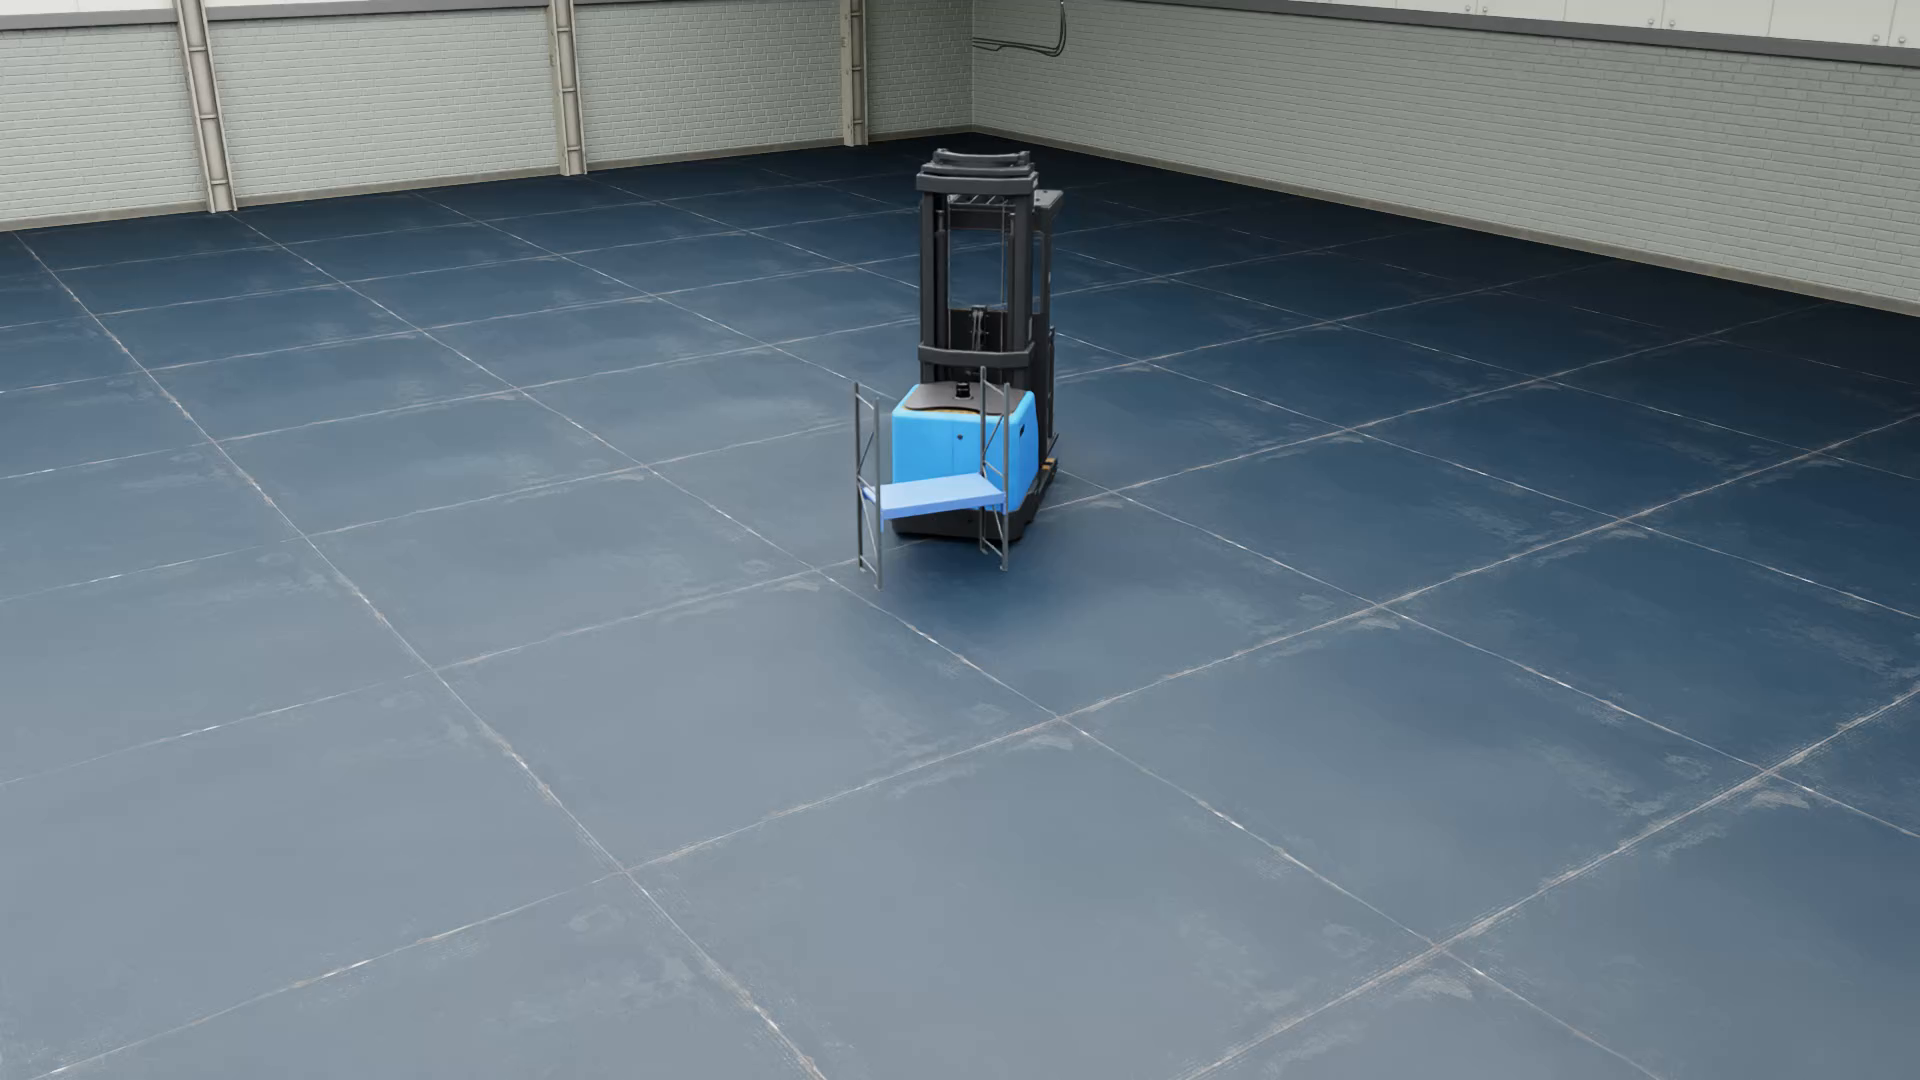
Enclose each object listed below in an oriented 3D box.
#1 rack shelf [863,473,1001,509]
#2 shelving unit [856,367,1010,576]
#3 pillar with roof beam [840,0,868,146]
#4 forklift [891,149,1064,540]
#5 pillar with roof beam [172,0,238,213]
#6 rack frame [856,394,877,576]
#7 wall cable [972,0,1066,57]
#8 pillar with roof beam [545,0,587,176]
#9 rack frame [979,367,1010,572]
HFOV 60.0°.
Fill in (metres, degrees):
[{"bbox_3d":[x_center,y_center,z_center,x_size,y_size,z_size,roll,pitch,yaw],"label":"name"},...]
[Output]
[{"bbox_3d":[-0.212,-0.361,12.583,0.952,0.026,0.459,-8,23,-20],"label":"rack shelf"},{"bbox_3d":[-0.208,-0.467,12.543,1.039,1.500,0.500,-8,23,-20],"label":"shelving unit"},{"bbox_3d":[0.438,-10.765,28.232,0.400,9.000,9.100,-15,26,-33],"label":"pillar with roof beam"},{"bbox_3d":[0.256,-1.874,14.137,1.130,2.935,3.031,5,22,11],"label":"forklift"},{"bbox_3d":[-9.303,-8.168,21.723,0.400,9.000,9.100,-15,26,-33],"label":"pillar with roof beam"},{"bbox_3d":[-0.685,-0.397,12.368,0.013,1.308,0.475,-8,23,-20],"label":"rack frame"},{"bbox_3d":[1.088,-10.858,32.654,0.112,2.526,3.097,-15,26,-33],"label":"wall cable"},{"bbox_3d":[-4.432,-9.466,24.977,0.400,9.000,9.100,-15,26,-33],"label":"pillar with roof beam"},{"bbox_3d":[0.260,-0.536,12.716,0.032,1.500,0.500,-8,23,-20],"label":"rack frame"}]
